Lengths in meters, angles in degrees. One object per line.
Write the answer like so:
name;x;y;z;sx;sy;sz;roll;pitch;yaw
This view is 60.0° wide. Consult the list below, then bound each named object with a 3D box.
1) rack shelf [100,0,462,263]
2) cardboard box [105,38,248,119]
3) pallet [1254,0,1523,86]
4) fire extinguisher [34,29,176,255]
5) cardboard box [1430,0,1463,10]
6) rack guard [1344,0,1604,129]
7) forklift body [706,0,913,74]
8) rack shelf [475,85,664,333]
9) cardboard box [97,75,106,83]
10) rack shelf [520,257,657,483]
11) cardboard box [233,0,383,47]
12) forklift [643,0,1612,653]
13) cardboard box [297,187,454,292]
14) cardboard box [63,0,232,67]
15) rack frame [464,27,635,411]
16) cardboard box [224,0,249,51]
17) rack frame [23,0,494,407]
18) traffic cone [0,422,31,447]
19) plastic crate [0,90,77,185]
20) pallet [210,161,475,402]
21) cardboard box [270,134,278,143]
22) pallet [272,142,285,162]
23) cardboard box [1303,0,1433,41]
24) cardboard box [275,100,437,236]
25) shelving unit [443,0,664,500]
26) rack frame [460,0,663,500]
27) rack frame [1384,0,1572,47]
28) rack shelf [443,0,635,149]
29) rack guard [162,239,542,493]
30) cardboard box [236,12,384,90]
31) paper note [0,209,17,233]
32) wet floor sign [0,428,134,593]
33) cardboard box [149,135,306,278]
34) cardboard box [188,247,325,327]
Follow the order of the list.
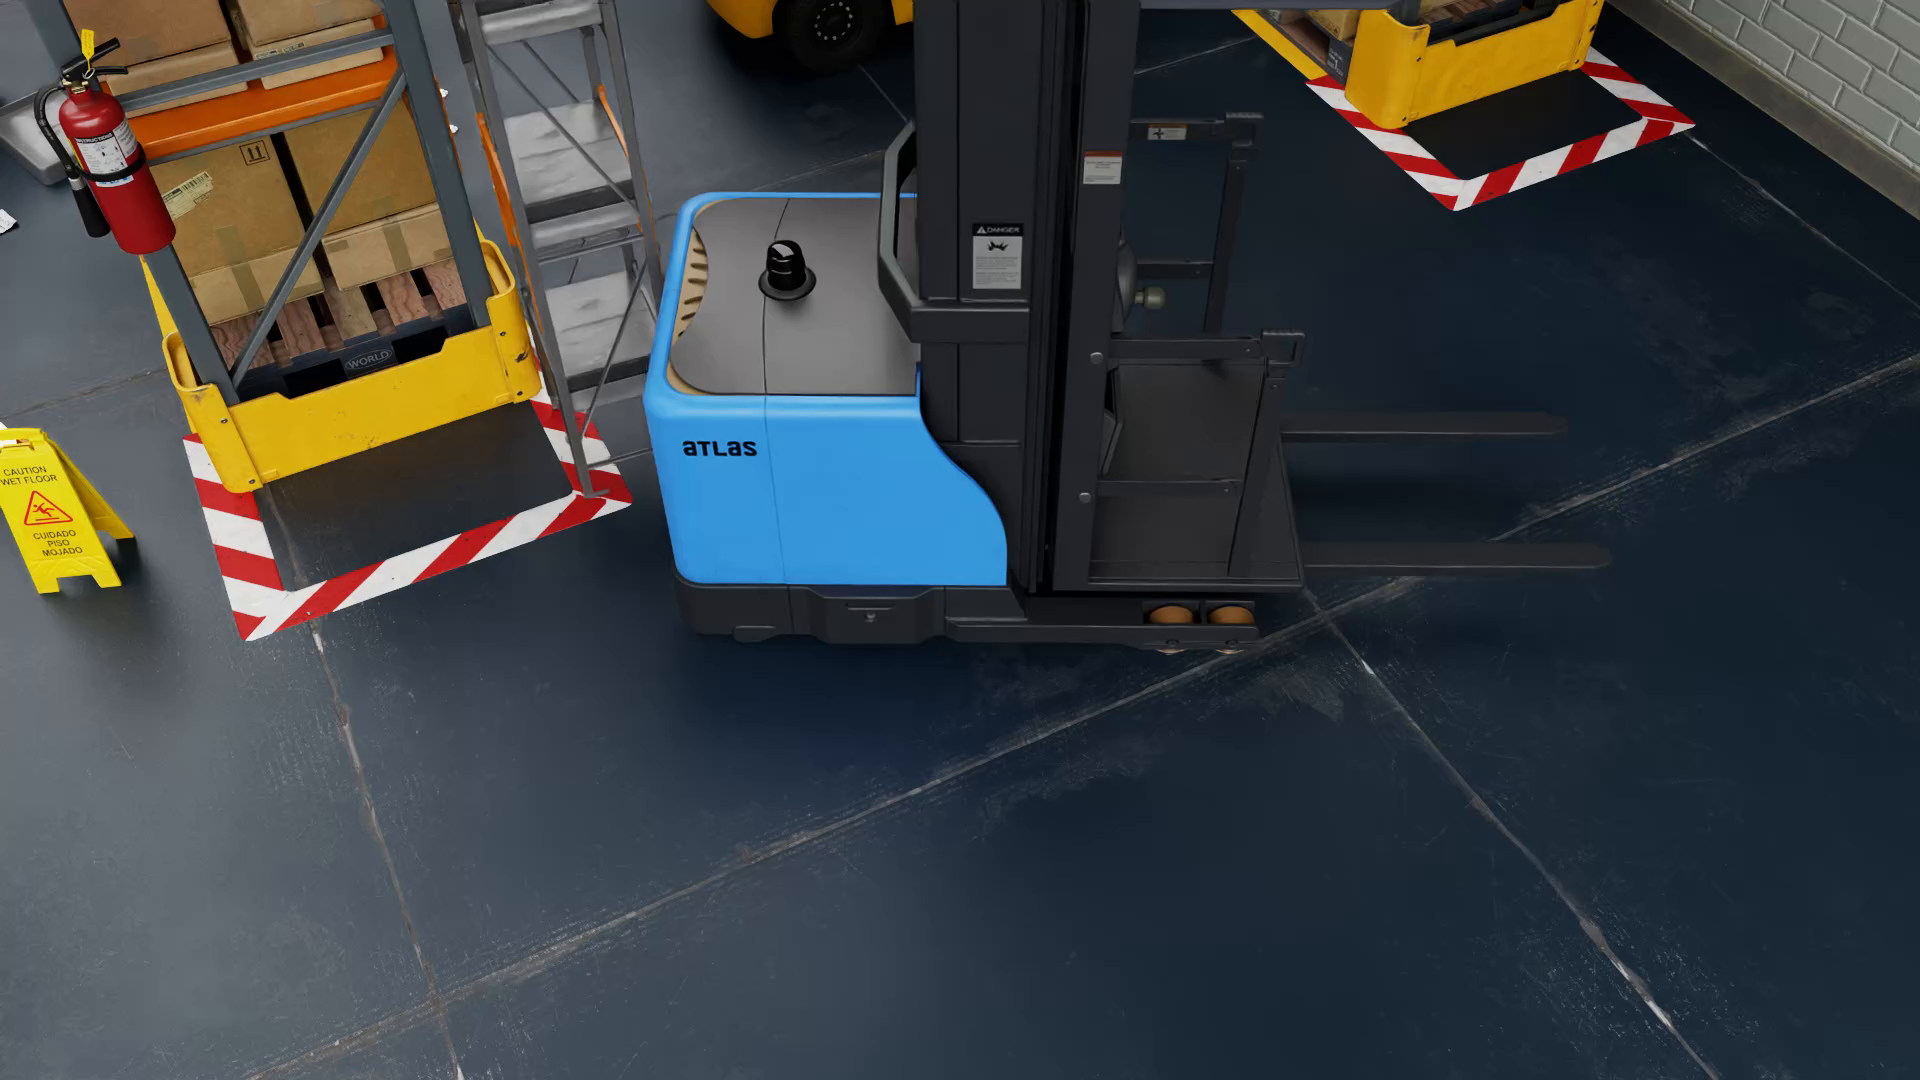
rack shelf;-3.029;-2.503;6.424;1.077;0.370;4.000;-21;52;-18
cardboard box;-2.475;-1.495;5.232;0.380;0.149;0.250;-20;52;-16
pallet;1.911;-2.693;7.965;1.003;0.211;1.213;-21;52;-18
fire extinguisher;-2.471;-1.140;4.806;0.296;0.674;0.183;-21;52;-18
cardboard box;2.247;-2.742;7.703;0.500;0.250;0.500;-21;52;-17
rack guard;2.309;-2.274;7.407;1.175;0.500;0.348;-21;52;-18
forklift body;-0.192;-3.475;7.360;2.313;2.155;1.214;-21;52;-18
rack shelf;-1.234;-1.055;5.296;0.431;0.518;0.480;-17;51;-15
cardboard box;-2.690;-1.626;5.346;0.380;0.149;0.250;-22;52;-18
rack shelf;-1.234;-0.595;5.823;0.431;0.518;0.480;-17;51;-15
cardboard box;-2.084;-1.944;5.194;0.500;0.500;0.500;-22;52;-18
forklift;0.601;-1.000;4.677;3.031;2.935;1.130;0;49;0
cardboard box;-2.237;-1.269;6.415;0.500;0.250;0.500;-22;52;-18
cardboard box;-2.607;-1.800;5.068;0.500;0.500;0.500;-22;52;-18
rack frame;-1.327;-1.234;5.434;0.400;2.100;0.015;-17;51;-15
cardboard box;-2.214;-1.781;5.482;0.380;0.149;0.250;-20;52;-17
rack frame;-2.114;-1.401;4.983;1.000;3.000;0.127;-21;52;-18
traffic cone;-3.458;-0.409;5.801;0.336;0.463;0.334;-21;52;-18
plastic crate;-3.955;-1.784;7.257;0.583;0.080;0.402;35;57;27
pallet;-2.489;-1.090;6.563;1.003;0.211;1.213;-21;52;-18
cardboard box;-2.725;-1.974;7.032;0.500;0.250;0.500;-18;51;-15
pallet;-3.043;-1.905;7.276;1.003;0.211;1.213;-21;52;-18
cardboard box;1.802;-2.552;7.537;0.500;0.250;0.500;-21;52;-17
cardboard box;-2.249;-1.532;6.146;0.500;0.500;0.500;-23;53;-19
shelving unit;-1.234;-1.064;5.286;0.431;2.100;0.503;-17;51;-15
rack frame;-1.140;-0.895;5.137;0.400;2.100;0.015;-17;51;-15
rack frame;2.298;-3.113;6.480;1.000;3.000;0.127;-21;52;-18
rack shelf;-1.234;-1.516;4.769;0.431;0.518;0.480;-17;51;-15
rack guard;-2.149;-0.629;5.968;1.175;0.500;0.348;-21;52;-18
cardboard box;-2.085;-1.617;5.338;0.380;0.149;0.250;-21;52;-17
paper note;-3.997;-1.311;6.877;0.148;0.019;0.142;35;57;27
wet floor sign;-2.978;-0.130;5.435;0.267;0.644;0.232;-5;49;-5
cardboard box;-2.712;-1.327;5.968;0.500;0.500;0.500;-21;52;-17
cardboard box;-2.734;-1.098;6.266;0.500;0.250;0.500;-21;52;-18
